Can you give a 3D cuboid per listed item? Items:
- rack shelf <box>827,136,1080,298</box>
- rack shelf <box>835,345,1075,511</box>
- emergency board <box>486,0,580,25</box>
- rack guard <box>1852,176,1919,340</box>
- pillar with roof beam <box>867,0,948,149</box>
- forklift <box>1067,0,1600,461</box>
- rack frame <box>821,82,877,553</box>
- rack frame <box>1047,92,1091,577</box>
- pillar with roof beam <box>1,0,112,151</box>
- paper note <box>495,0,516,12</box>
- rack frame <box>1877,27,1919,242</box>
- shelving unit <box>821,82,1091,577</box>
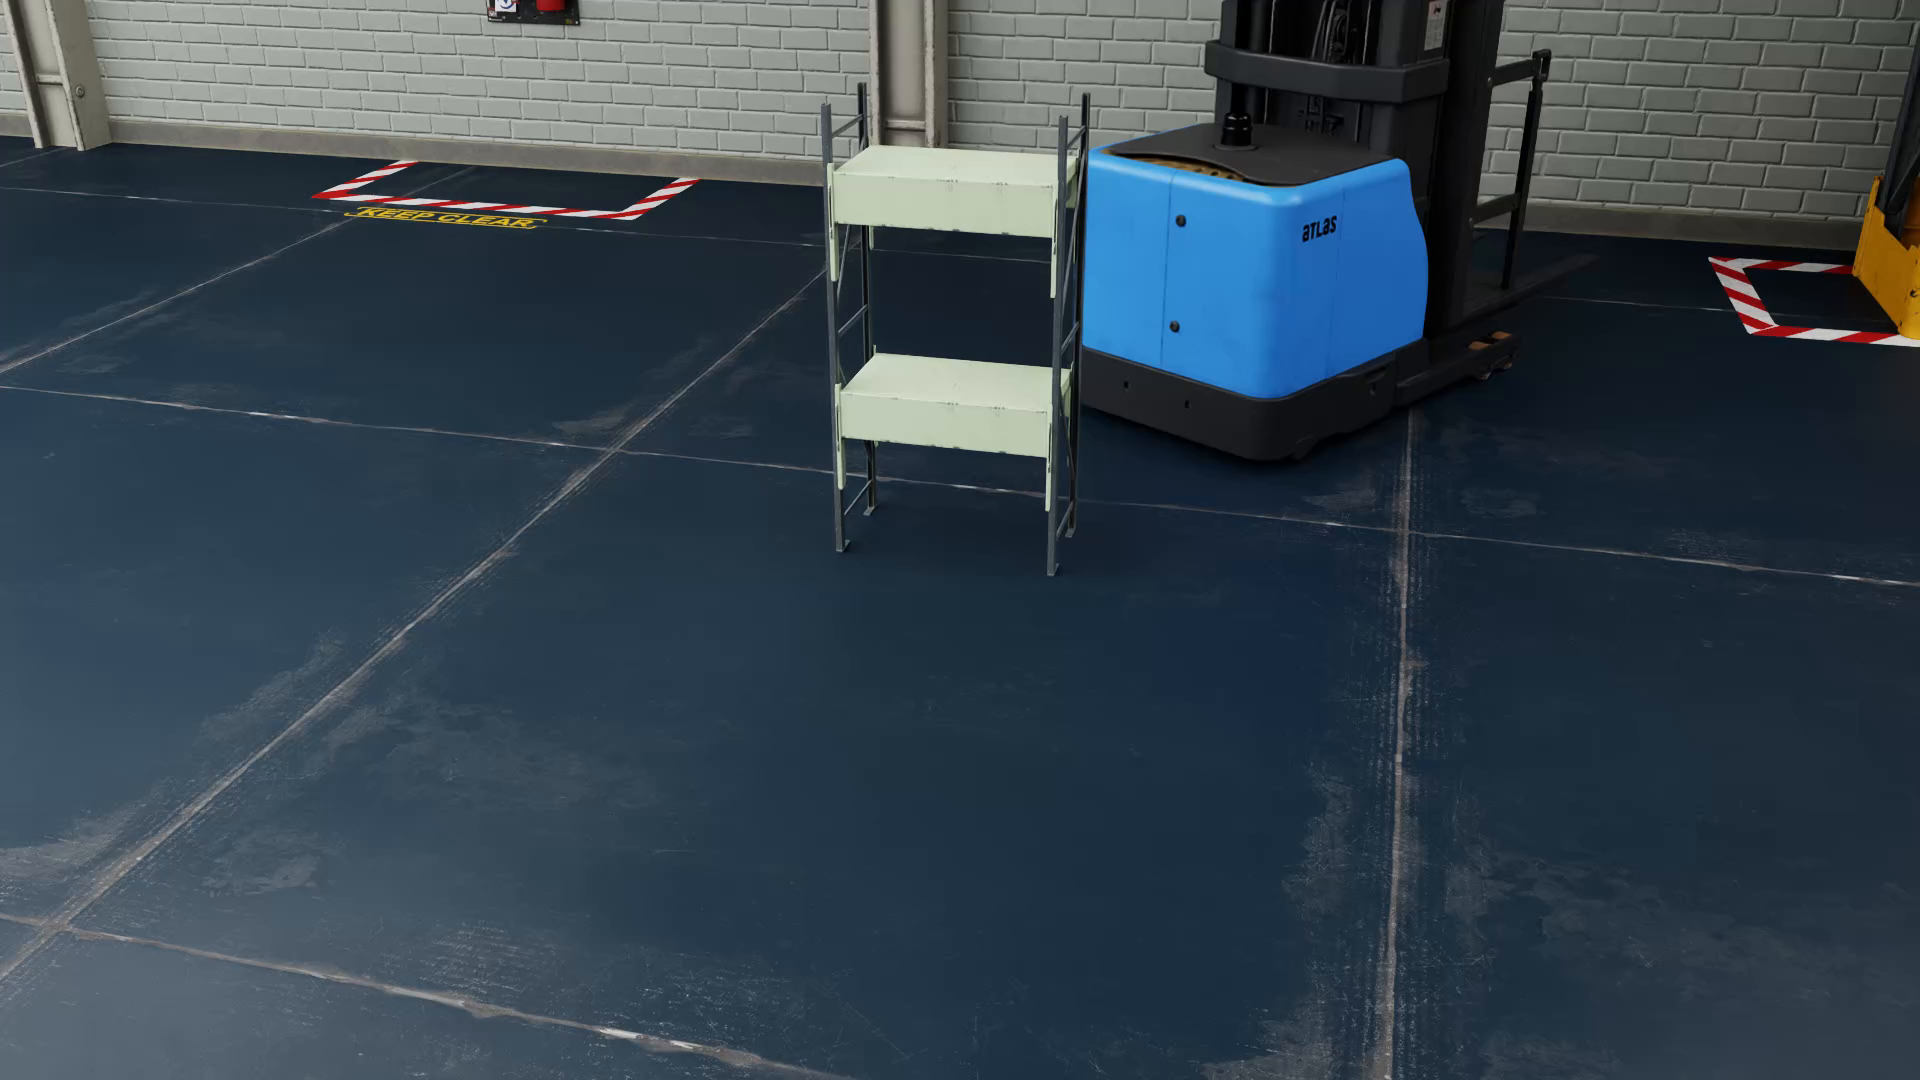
[{"bbox_3d":[-0.006,-1.030,5.261,0.720,0.370,0.431,6,26,13],"label":"rack shelf"},{"bbox_3d":[-0.006,-0.384,5.569,0.720,0.370,0.431,6,26,13],"label":"rack shelf"},{"bbox_3d":[-2.686,-3.727,10.089,0.643,1.169,0.194,6,26,13],"label":"emergency board"},{"bbox_3d":[4.689,-1.382,8.072,0.348,0.500,1.175,6,26,13],"label":"rack guard"},{"bbox_3d":[-1.375,-4.363,4.445,0.400,9.000,9.100,6,26,13],"label":"pillar with roof beam"},{"bbox_3d":[1.833,-2.154,6.865,1.130,2.935,3.031,23,34,40],"label":"forklift"},{"bbox_3d":[-0.361,-0.717,5.511,0.023,1.500,0.400,6,26,13],"label":"rack frame"},{"bbox_3d":[0.348,-0.639,5.347,0.023,1.500,0.400,6,26,13],"label":"rack frame"},{"bbox_3d":[-7.186,-5.005,5.795,0.400,9.000,9.100,6,26,13],"label":"pillar with roof beam"},{"bbox_3d":[-2.841,-3.377,10.378,0.142,0.148,0.016,6,26,13],"label":"paper note"},{"bbox_3d":[4.615,-2.519,7.551,0.127,3.000,1.000,6,26,13],"label":"rack frame"},{"bbox_3d":[-0.006,-0.678,5.429,0.755,1.500,0.431,6,26,13],"label":"shelving unit"}]
